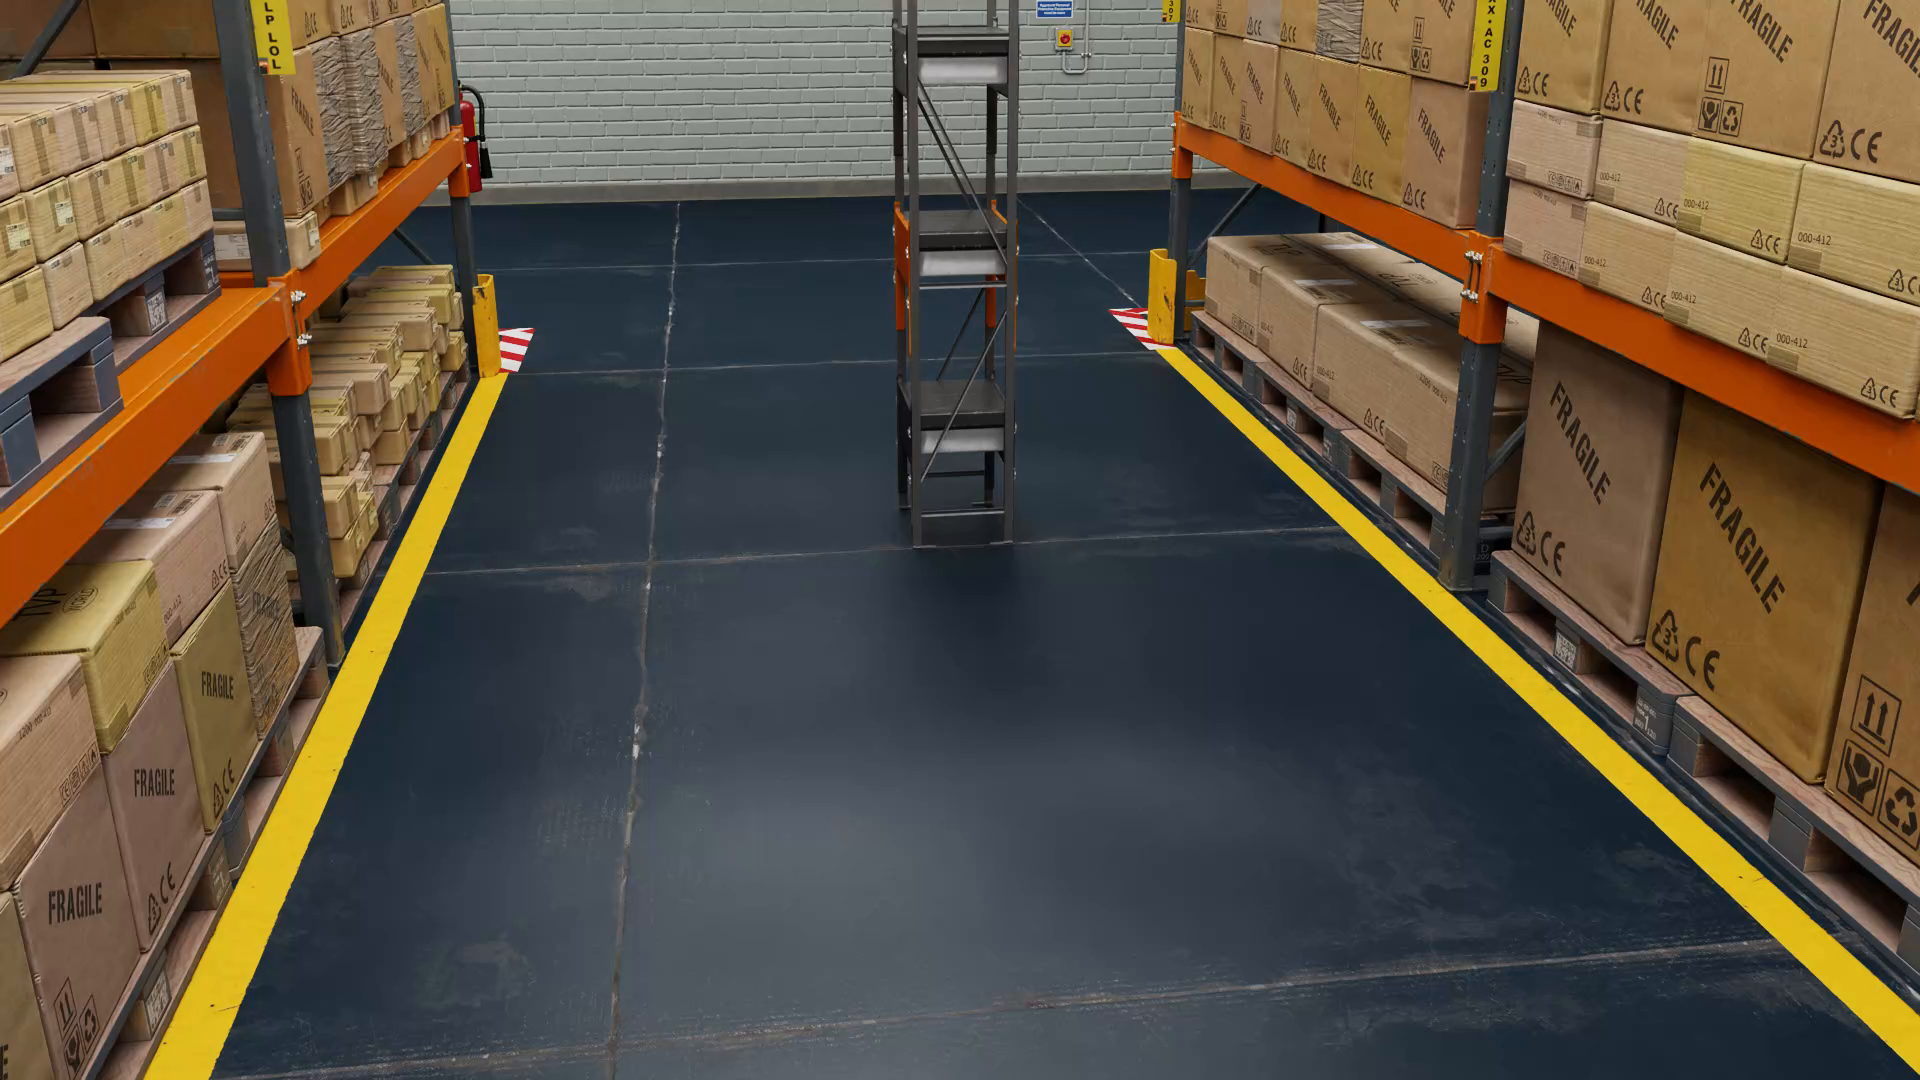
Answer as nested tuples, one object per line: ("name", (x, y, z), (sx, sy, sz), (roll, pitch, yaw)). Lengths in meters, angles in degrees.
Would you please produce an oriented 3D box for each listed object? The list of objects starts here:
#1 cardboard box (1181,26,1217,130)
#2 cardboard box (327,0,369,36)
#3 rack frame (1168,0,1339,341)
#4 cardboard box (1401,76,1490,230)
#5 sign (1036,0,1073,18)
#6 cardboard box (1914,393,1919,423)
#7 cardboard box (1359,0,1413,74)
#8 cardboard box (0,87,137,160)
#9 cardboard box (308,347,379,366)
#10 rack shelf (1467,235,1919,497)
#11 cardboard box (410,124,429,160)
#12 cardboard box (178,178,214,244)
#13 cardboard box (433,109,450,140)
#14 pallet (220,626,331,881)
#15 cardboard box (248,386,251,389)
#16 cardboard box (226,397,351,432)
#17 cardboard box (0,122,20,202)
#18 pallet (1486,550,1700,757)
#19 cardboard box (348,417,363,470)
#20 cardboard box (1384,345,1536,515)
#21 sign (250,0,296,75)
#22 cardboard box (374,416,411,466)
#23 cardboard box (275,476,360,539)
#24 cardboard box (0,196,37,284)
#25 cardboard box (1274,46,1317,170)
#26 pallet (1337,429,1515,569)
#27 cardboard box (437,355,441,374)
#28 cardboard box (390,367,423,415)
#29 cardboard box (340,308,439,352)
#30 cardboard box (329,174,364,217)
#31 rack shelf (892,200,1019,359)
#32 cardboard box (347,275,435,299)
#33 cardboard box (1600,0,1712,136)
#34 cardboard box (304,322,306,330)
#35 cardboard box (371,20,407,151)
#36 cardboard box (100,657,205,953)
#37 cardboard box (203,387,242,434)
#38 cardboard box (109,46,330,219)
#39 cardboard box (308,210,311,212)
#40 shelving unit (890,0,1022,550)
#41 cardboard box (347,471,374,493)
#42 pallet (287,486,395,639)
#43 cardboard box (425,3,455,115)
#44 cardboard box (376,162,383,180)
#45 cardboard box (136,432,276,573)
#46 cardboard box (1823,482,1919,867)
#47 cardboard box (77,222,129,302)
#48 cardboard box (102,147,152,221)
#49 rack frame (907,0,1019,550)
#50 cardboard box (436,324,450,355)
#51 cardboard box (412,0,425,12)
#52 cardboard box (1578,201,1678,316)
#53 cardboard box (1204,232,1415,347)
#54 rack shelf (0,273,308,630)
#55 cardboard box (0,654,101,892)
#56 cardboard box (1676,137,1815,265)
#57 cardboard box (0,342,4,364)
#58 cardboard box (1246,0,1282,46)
("cardboard box", (1.515, -2.502, 8.985), (0.500, 0.500, 0.500), (-3, 21, -8))
("cardboard box", (-2.533, -2.144, 6.172), (0.500, 0.500, 0.500), (-3, 21, -7))
("rack frame", (1.730, -2.636, 9.486), (1.000, 3.000, 0.127), (-3, 21, -8))
("cardboard box", (1.987, -1.445, 6.156), (0.500, 0.500, 0.500), (-3, 21, -7))
("sign", (0.838, -4.732, 14.713), (0.327, 0.218, 0.001), (-3, 21, -8))
("cardboard box", (2.408, -0.309, 3.470), (0.500, 0.250, 0.500), (-3, 21, -8))
("cardboard box", (1.900, -2.092, 6.457), (0.500, 0.500, 0.500), (-3, 21, -9))
("cardboard box", (-2.251, -1.012, 4.048), (0.380, 0.149, 0.250), (-4, 21, -9))
("cardboard box", (-2.625, -0.691, 6.902), (0.380, 0.149, 0.250), (-4, 21, -10))
("rack shelf", (2.595, -0.221, 4.050), (1.077, 0.370, 4.000), (-3, 21, -8))
("cardboard box", (-2.717, -1.873, 7.804), (0.380, 0.149, 0.250), (-2, 21, -6))
("cardboard box", (-2.324, -0.918, 4.645), (0.380, 0.149, 0.250), (-3, 21, -9))
("cardboard box", (-2.827, -2.135, 8.504), (0.380, 0.149, 0.250), (-3, 21, -8))
("pallet", (-2.463, 0.610, 4.782), (1.003, 0.211, 1.213), (-3, 21, -8))
("cardboard box", (-3.055, -0.612, 7.117), (0.380, 0.149, 0.250), (-2, 21, -5))
("cardboard box", (-2.488, -0.419, 6.175), (0.380, 0.149, 0.250), (-3, 21, -9))
("cardboard box", (-2.139, -0.743, 3.328), (0.380, 0.149, 0.250), (-4, 21, -10))
("pallet", (2.492, 0.319, 5.561), (1.003, 0.211, 1.213), (-3, 21, -8))
("cardboard box", (-2.545, -0.368, 6.462), (0.380, 0.149, 0.250), (-4, 21, -11))
("cardboard box", (2.322, -0.470, 6.749), (0.875, 0.438, 0.875), (-3, 21, -9))
("sign", (-2.028, -1.538, 4.891), (0.100, 0.325, 0.005), (-3, 21, -8))
("cardboard box", (-2.539, -0.417, 7.019), (0.380, 0.149, 0.250), (-3, 21, -9))
("cardboard box", (-2.313, -0.108, 5.768), (0.380, 0.149, 0.250), (-2, 21, -5))
("cardboard box", (-2.131, -0.600, 3.370), (0.380, 0.149, 0.250), (-3, 21, -8))
("cardboard box", (1.760, -1.979, 7.583), (0.500, 0.500, 0.500), (-2, 21, -6))
("pallet", (2.275, -0.212, 6.981), (1.003, 0.211, 1.213), (-3, 21, -8))
("cardboard box", (-2.781, -0.861, 8.208), (0.380, 0.149, 0.250), (-3, 21, -8))
("cardboard box", (-2.545, -0.641, 7.195), (0.380, 0.149, 0.250), (-3, 21, -7))
("cardboard box", (-2.616, -0.964, 7.635), (0.380, 0.149, 0.250), (-2, 21, -6))
("cardboard box", (-2.500, -1.323, 6.331), (0.380, 0.149, 0.250), (-3, 21, -7))
("rack shelf", (-0.024, -1.028, 6.507), (0.431, 0.518, 0.480), (-3, 21, -8))
("cardboard box", (-2.847, -1.231, 8.348), (0.380, 0.149, 0.250), (-3, 21, -7))
("cardboard box", (2.186, -1.424, 4.671), (0.500, 0.500, 0.500), (-3, 21, -8))
("cardboard box", (-3.198, -0.931, 7.546), (0.380, 0.149, 0.250), (-2, 21, -6))
("cardboard box", (-2.621, -1.868, 6.862), (0.500, 0.500, 0.500), (-2, 21, -5))
("cardboard box", (-2.078, 0.607, 3.776), (0.500, 0.500, 0.500), (-3, 21, -9))
("cardboard box", (-2.965, -0.482, 6.344), (0.380, 0.149, 0.250), (-2, 21, -6))
("cardboard box", (-2.399, -1.336, 5.439), (0.500, 0.500, 0.500), (-3, 21, -9))
("cardboard box", (-2.405, -1.049, 5.596), (0.380, 0.149, 0.250), (-2, 21, -6))
("shelving unit", (-0.024, -1.041, 6.502), (0.431, 2.100, 0.503), (-3, 21, -8))
("cardboard box", (-2.437, -0.145, 6.292), (0.380, 0.149, 0.250), (-3, 21, -8))
("pallet", (-2.709, 0.109, 6.121), (1.003, 0.211, 1.213), (-3, 21, -8))
("cardboard box", (-2.834, -2.395, 8.272), (0.500, 0.500, 0.500), (-2, 21, -7))
("cardboard box", (-2.674, -1.593, 7.054), (0.380, 0.149, 0.250), (-3, 21, -7))
("cardboard box", (-2.220, -0.098, 4.592), (0.500, 0.250, 0.500), (-3, 21, -9))
("cardboard box", (2.742, 0.380, 3.847), (0.875, 0.875, 0.875), (-3, 21, -7))
("cardboard box", (-2.216, -0.655, 3.940), (0.380, 0.149, 0.250), (-4, 21, -11))
("cardboard box", (-2.252, -0.879, 4.118), (0.380, 0.149, 0.250), (-2, 21, -5))
("rack frame", (0.011, -0.956, 6.276), (0.400, 2.100, 0.015), (-3, 21, -8))
("cardboard box", (-2.719, -1.003, 8.165), (0.380, 0.149, 0.250), (-4, 21, -10))
("cardboard box", (-2.769, -2.684, 7.619), (0.500, 0.500, 0.500), (-4, 21, -10))
("cardboard box", (2.185, -0.836, 4.881), (0.500, 0.250, 0.500), (-3, 21, -9))
("cardboard box", (1.924, -1.409, 9.262), (0.875, 0.438, 0.875), (-4, 21, -10))
("rack shelf", (-2.289, 0.063, 3.288), (1.077, 0.370, 4.000), (-3, 21, -8))
("cardboard box", (-1.992, 0.443, 3.143), (0.500, 0.250, 0.500), (-3, 21, -7))
("cardboard box", (2.240, -0.893, 4.320), (0.500, 0.250, 0.500), (-3, 21, -7))
("cardboard box", (-2.094, -0.374, 3.190), (0.380, 0.149, 0.250), (-4, 21, -10))
("cardboard box", (1.681, -2.614, 7.856), (0.500, 0.500, 0.500), (-3, 21, -8))
